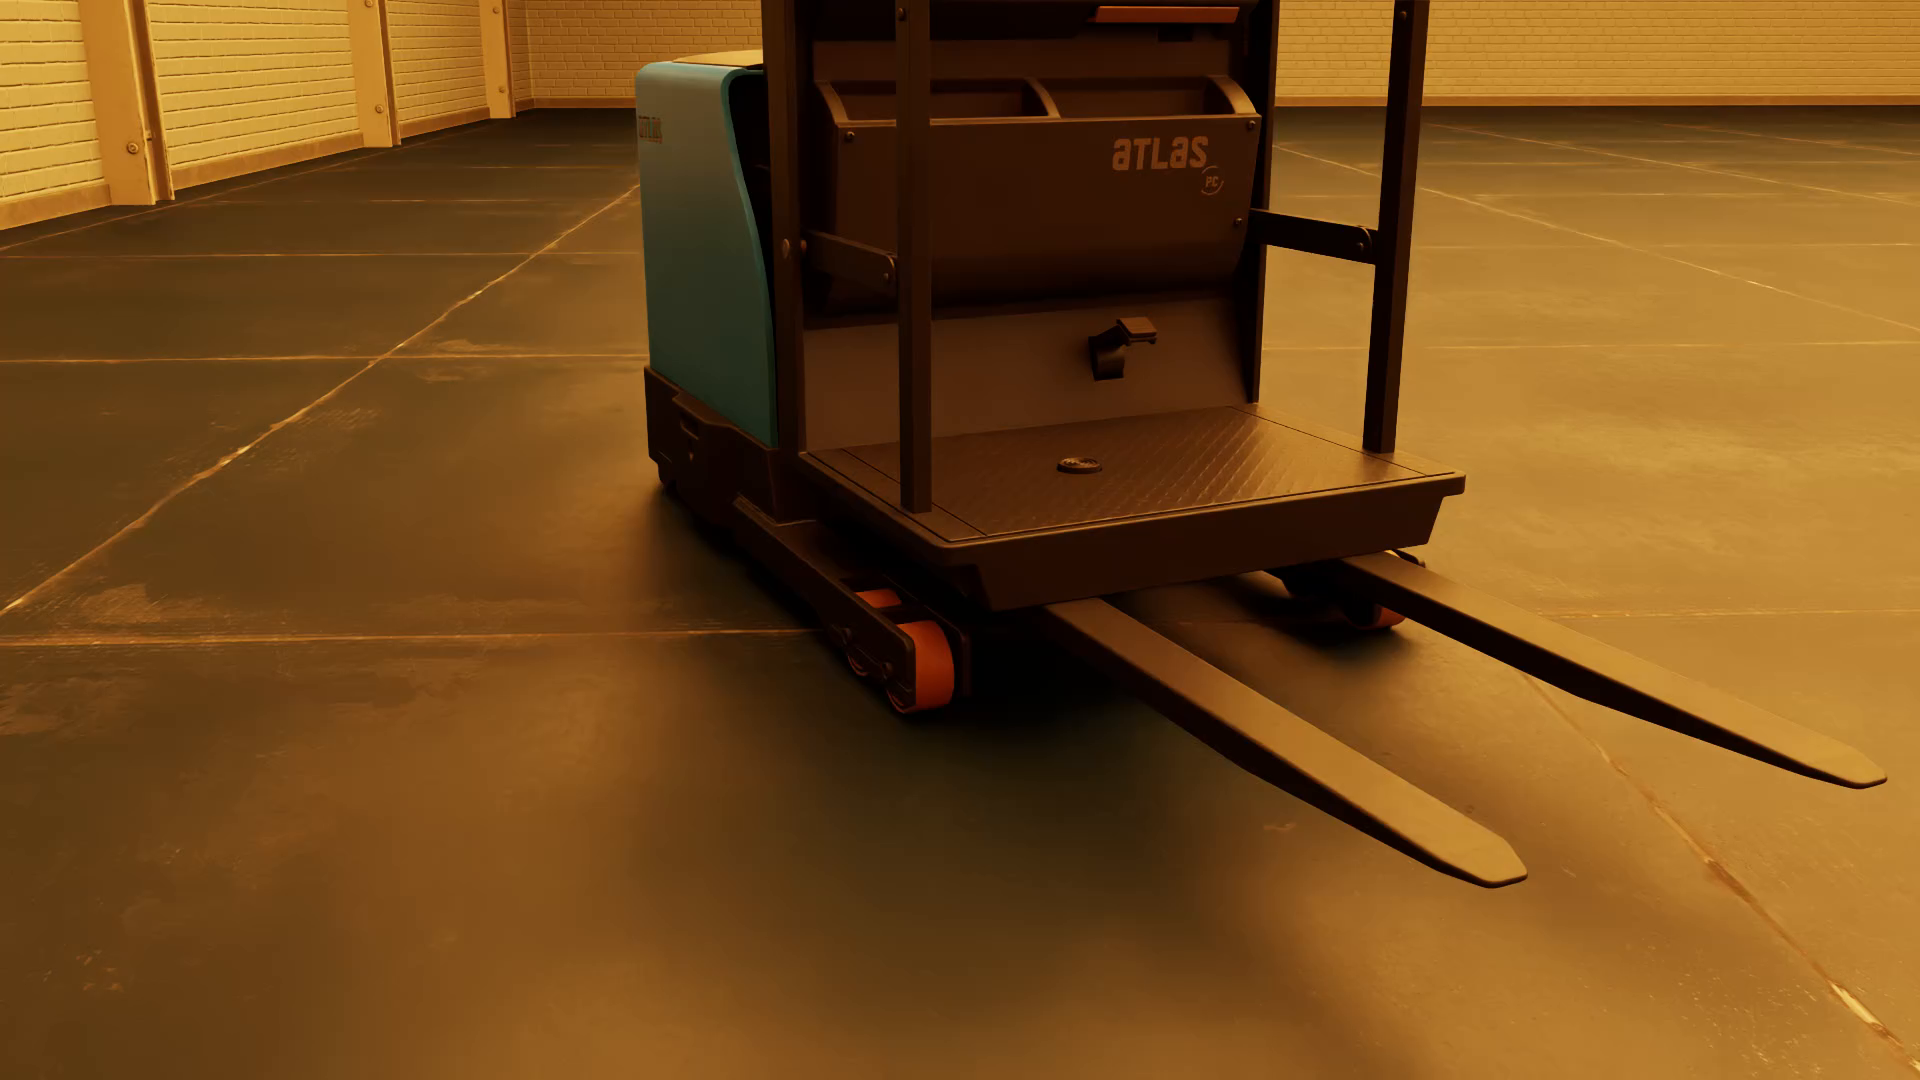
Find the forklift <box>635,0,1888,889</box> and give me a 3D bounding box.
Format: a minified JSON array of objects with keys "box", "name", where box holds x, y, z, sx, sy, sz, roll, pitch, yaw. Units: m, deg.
[{"box":[0.258,-1.240,2.962,1.130,2.935,3.031,-8,19,-24],"name":"forklift"}]
